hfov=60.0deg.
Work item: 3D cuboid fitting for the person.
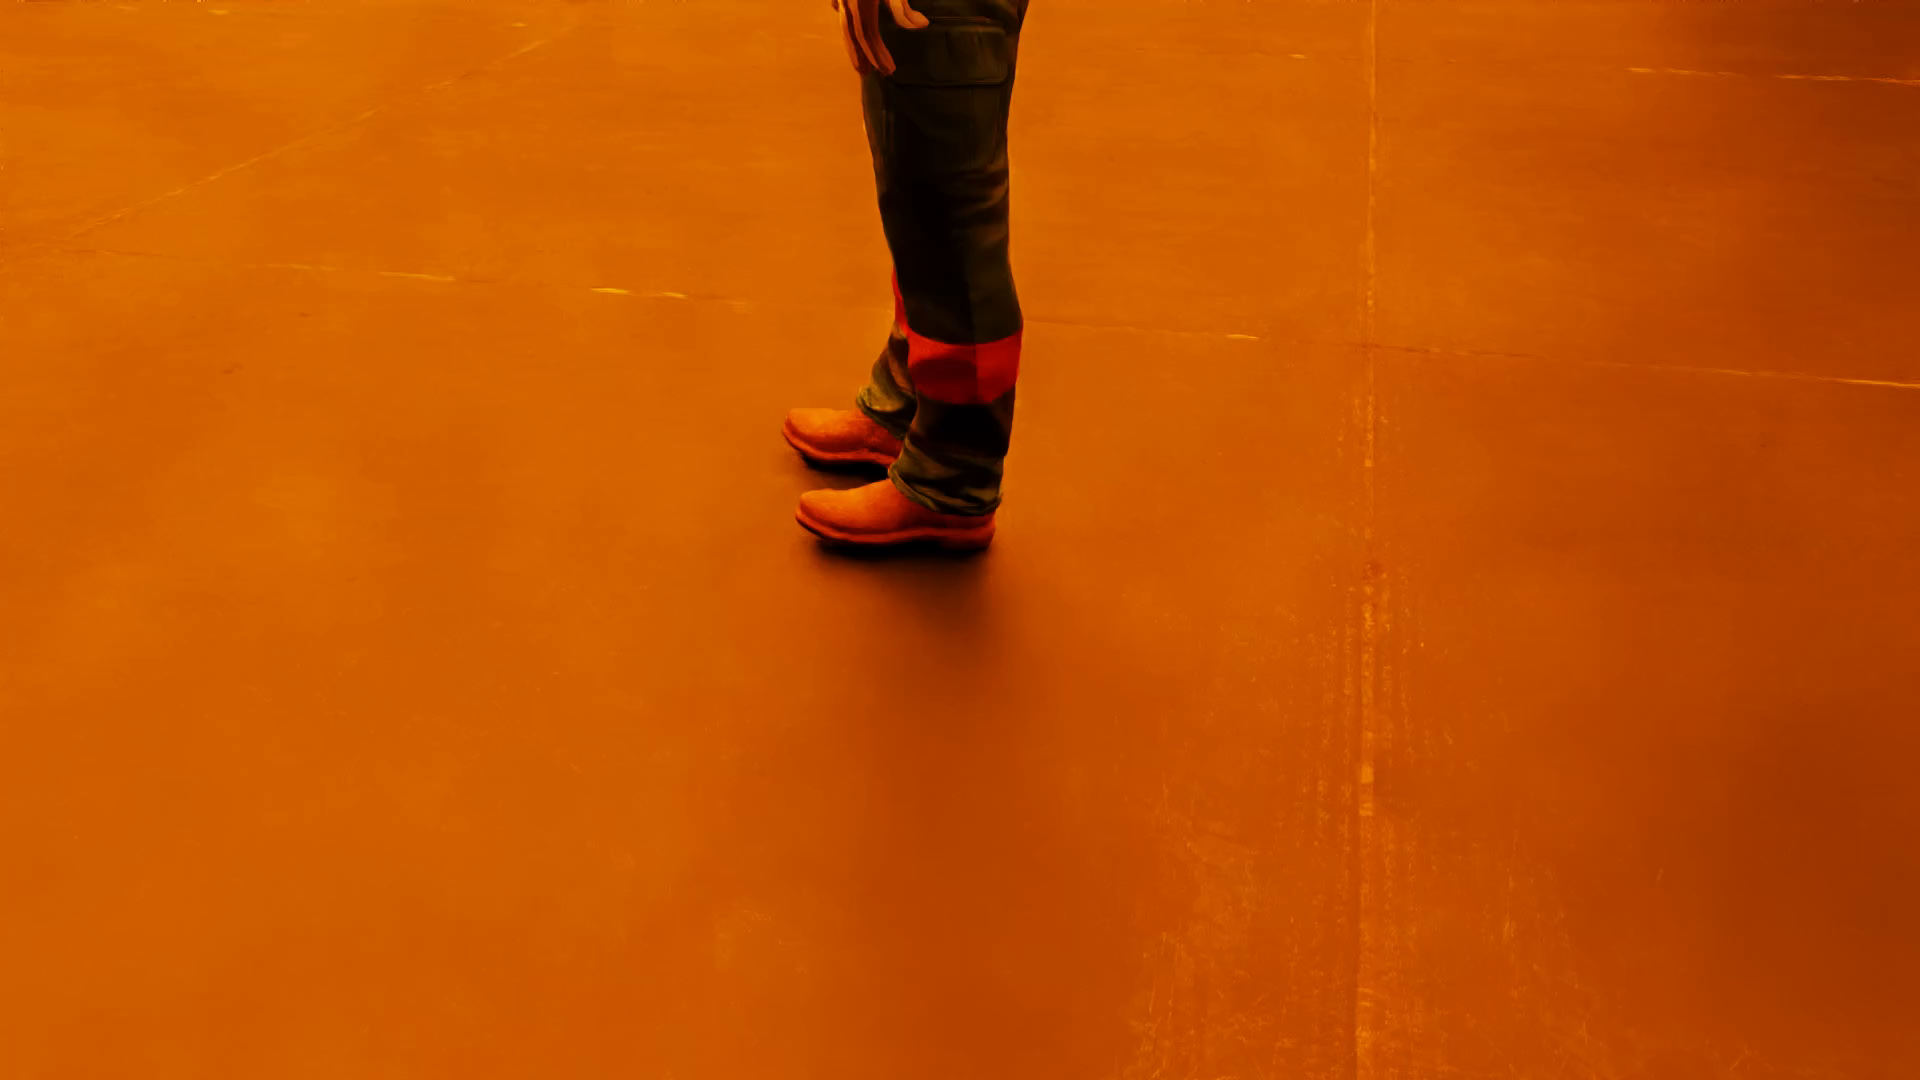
[{"bbox_3d":[-0.076,-0.818,2.119,0.563,1.787,0.637,6,27,11],"label":"person"}]
